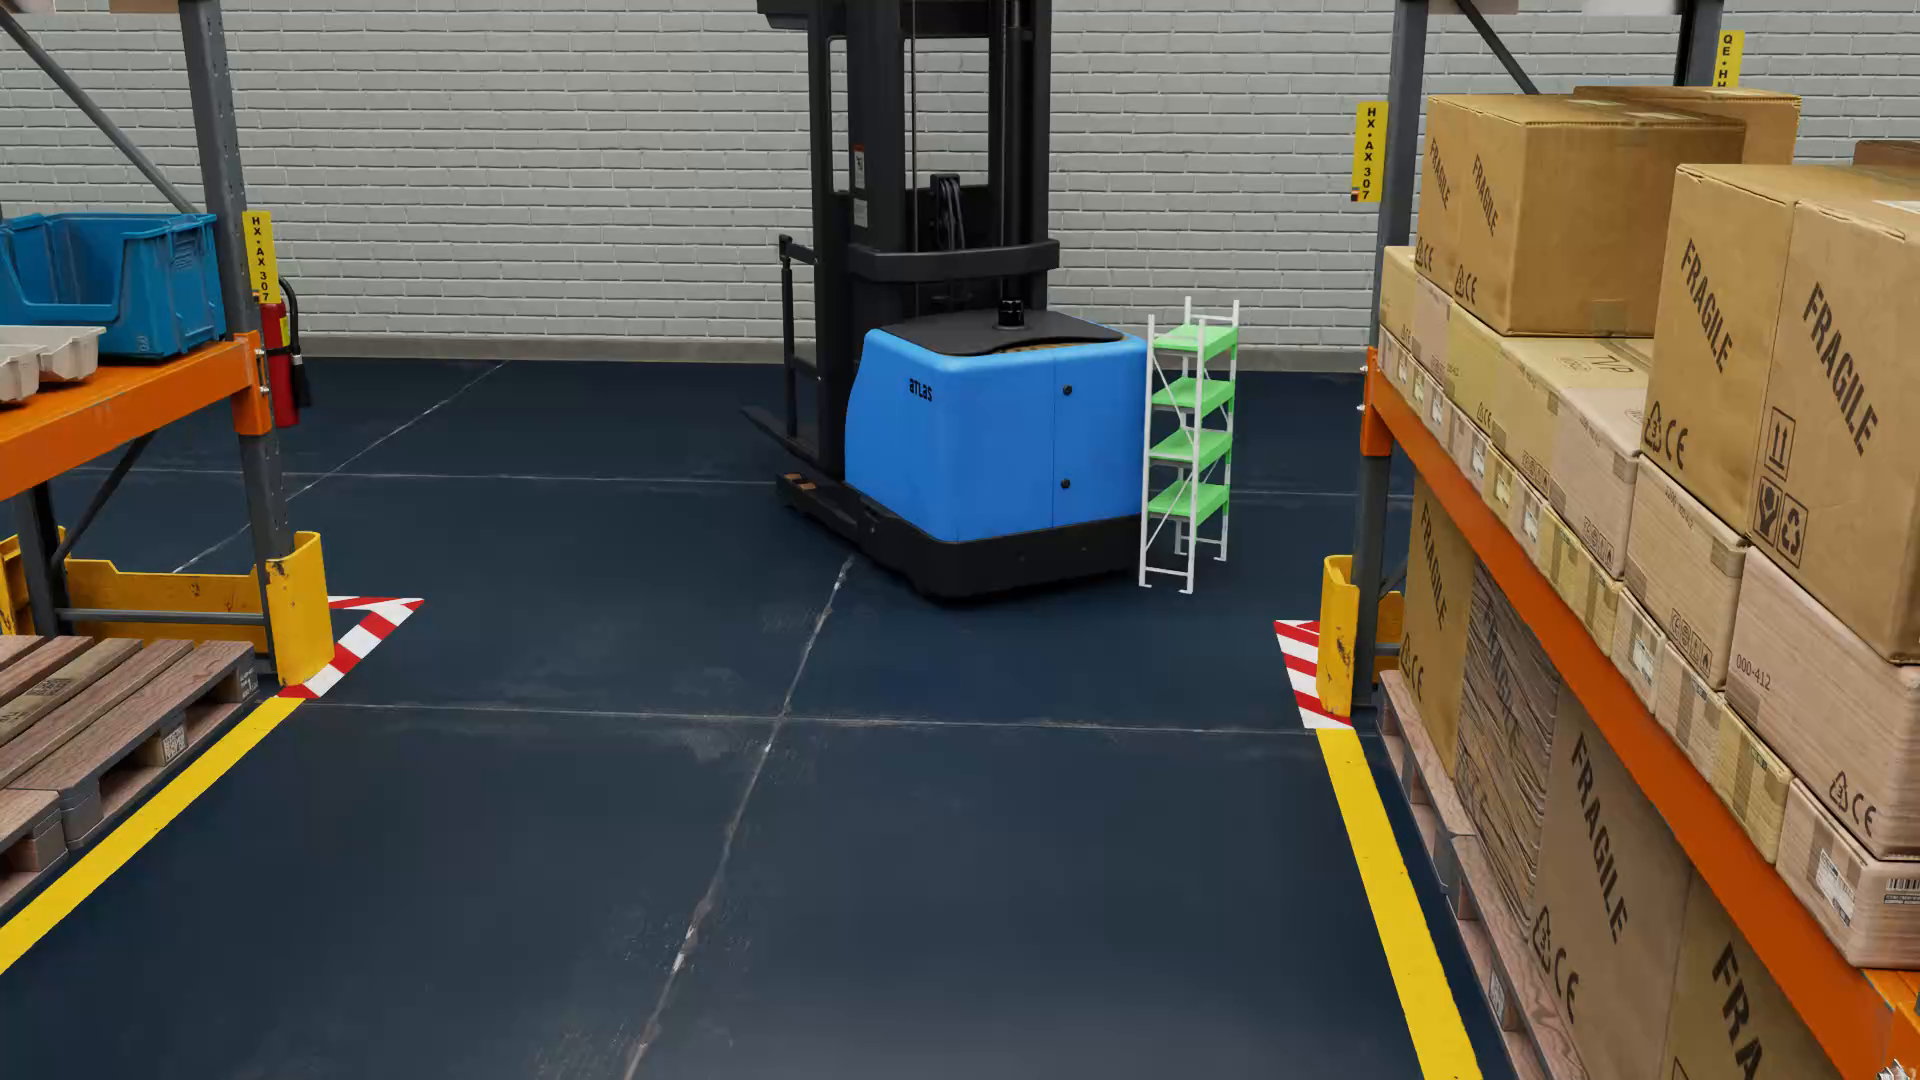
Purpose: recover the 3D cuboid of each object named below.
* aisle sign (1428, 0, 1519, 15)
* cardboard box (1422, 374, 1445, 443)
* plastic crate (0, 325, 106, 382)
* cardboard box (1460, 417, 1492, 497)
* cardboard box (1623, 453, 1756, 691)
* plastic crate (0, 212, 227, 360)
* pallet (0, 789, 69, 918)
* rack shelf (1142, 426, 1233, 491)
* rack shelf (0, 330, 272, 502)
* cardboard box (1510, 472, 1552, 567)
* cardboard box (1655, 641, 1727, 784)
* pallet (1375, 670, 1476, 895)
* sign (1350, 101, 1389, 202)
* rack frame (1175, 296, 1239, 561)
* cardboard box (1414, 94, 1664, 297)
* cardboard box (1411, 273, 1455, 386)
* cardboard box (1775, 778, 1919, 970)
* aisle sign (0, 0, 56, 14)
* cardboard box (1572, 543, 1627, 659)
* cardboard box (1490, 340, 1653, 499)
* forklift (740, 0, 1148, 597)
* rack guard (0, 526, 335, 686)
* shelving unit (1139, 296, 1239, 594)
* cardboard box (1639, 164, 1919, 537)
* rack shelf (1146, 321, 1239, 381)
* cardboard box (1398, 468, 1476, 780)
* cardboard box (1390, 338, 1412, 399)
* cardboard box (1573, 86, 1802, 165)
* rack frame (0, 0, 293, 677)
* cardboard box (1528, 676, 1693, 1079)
[{"bbox_3d":[1.616,-2.087,5.300,0.394,0.787,0.004,1,18,4],"label":"aisle sign"},{"bbox_3d":[1.503,-0.360,4.608,0.380,0.149,0.250,1,18,3],"label":"cardboard box"},{"bbox_3d":[-2.908,-0.579,5.200,0.396,0.136,0.243,1,18,4],"label":"plastic crate"},{"bbox_3d":[1.466,-0.201,4.122,0.380,0.149,0.250,1,18,3],"label":"cardboard box"},{"bbox_3d":[1.428,0.046,2.729,0.500,0.250,0.500,2,18,6],"label":"cardboard box"},{"bbox_3d":[-2.868,-0.870,5.608,0.616,0.435,0.499,1,18,4],"label":"plastic crate"},{"bbox_3d":[-3.218,1.025,4.455,1.003,0.211,1.213,1,18,4],"label":"pallet"},{"bbox_3d":[1.004,-0.362,7.305,0.258,0.148,0.480,8,20,24],"label":"rack shelf"},{"bbox_3d":[-3.173,0.030,4.170,1.077,0.370,4.000,1,18,4],"label":"rack shelf"},{"bbox_3d":[1.430,-0.041,3.634,0.380,0.149,0.250,2,18,5],"label":"cardboard box"},{"bbox_3d":[1.355,0.278,2.662,0.380,0.149,0.250,1,18,3],"label":"cardboard box"},{"bbox_3d":[1.931,0.753,5.287,1.003,0.211,1.213,1,18,4],"label":"pallet"},{"bbox_3d":[1.357,-1.286,5.512,0.100,0.325,0.005,1,18,4],"label":"sign"},{"bbox_3d":[1.109,-0.491,7.494,0.240,1.200,0.015,8,20,24],"label":"rack frame"},{"bbox_3d":[1.571,-0.951,4.566,0.500,0.500,0.500,1,18,3],"label":"cardboard box"},{"bbox_3d":[1.576,-0.588,4.663,0.500,0.250,0.500,1,18,3],"label":"cardboard box"},{"bbox_3d":[1.319,0.437,2.175,0.380,0.149,0.250,1,18,4],"label":"cardboard box"},{"bbox_3d":[-3.321,-2.197,5.637,0.394,0.787,0.004,1,18,4],"label":"aisle sign"},{"bbox_3d":[1.392,0.118,3.150,0.380,0.149,0.250,2,18,5],"label":"cardboard box"},{"bbox_3d":[1.504,-0.270,3.692,0.500,0.250,0.500,1,18,3],"label":"cardboard box"},{"bbox_3d":[-0.283,-1.568,8.000,1.130,2.935,3.031,-9,20,-25],"label":"forklift"},{"bbox_3d":[-3.041,0.247,6.366,1.175,0.500,0.348,1,18,4],"label":"rack guard"},{"bbox_3d":[1.004,-0.422,7.285,0.258,1.200,0.503,8,20,24],"label":"shelving unit"},{"bbox_3d":[1.430,-0.311,2.613,0.500,0.500,0.500,1,18,4],"label":"cardboard box"},{"bbox_3d":[1.004,-0.818,7.156,0.258,0.148,0.480,8,20,24],"label":"rack shelf"},{"bbox_3d":[1.944,0.188,5.269,0.875,0.875,0.875,1,18,4],"label":"cardboard box"},{"bbox_3d":[1.539,-0.520,5.098,0.380,0.149,0.250,1,18,3],"label":"cardboard box"},{"bbox_3d":[2.137,-1.092,4.996,0.500,0.500,0.500,2,18,5],"label":"cardboard box"},{"bbox_3d":[-3.030,-0.933,5.953,1.000,3.000,0.127,1,18,4],"label":"rack frame"},{"bbox_3d":[1.815,0.747,3.563,0.875,0.875,0.875,1,18,4],"label":"cardboard box"}]
